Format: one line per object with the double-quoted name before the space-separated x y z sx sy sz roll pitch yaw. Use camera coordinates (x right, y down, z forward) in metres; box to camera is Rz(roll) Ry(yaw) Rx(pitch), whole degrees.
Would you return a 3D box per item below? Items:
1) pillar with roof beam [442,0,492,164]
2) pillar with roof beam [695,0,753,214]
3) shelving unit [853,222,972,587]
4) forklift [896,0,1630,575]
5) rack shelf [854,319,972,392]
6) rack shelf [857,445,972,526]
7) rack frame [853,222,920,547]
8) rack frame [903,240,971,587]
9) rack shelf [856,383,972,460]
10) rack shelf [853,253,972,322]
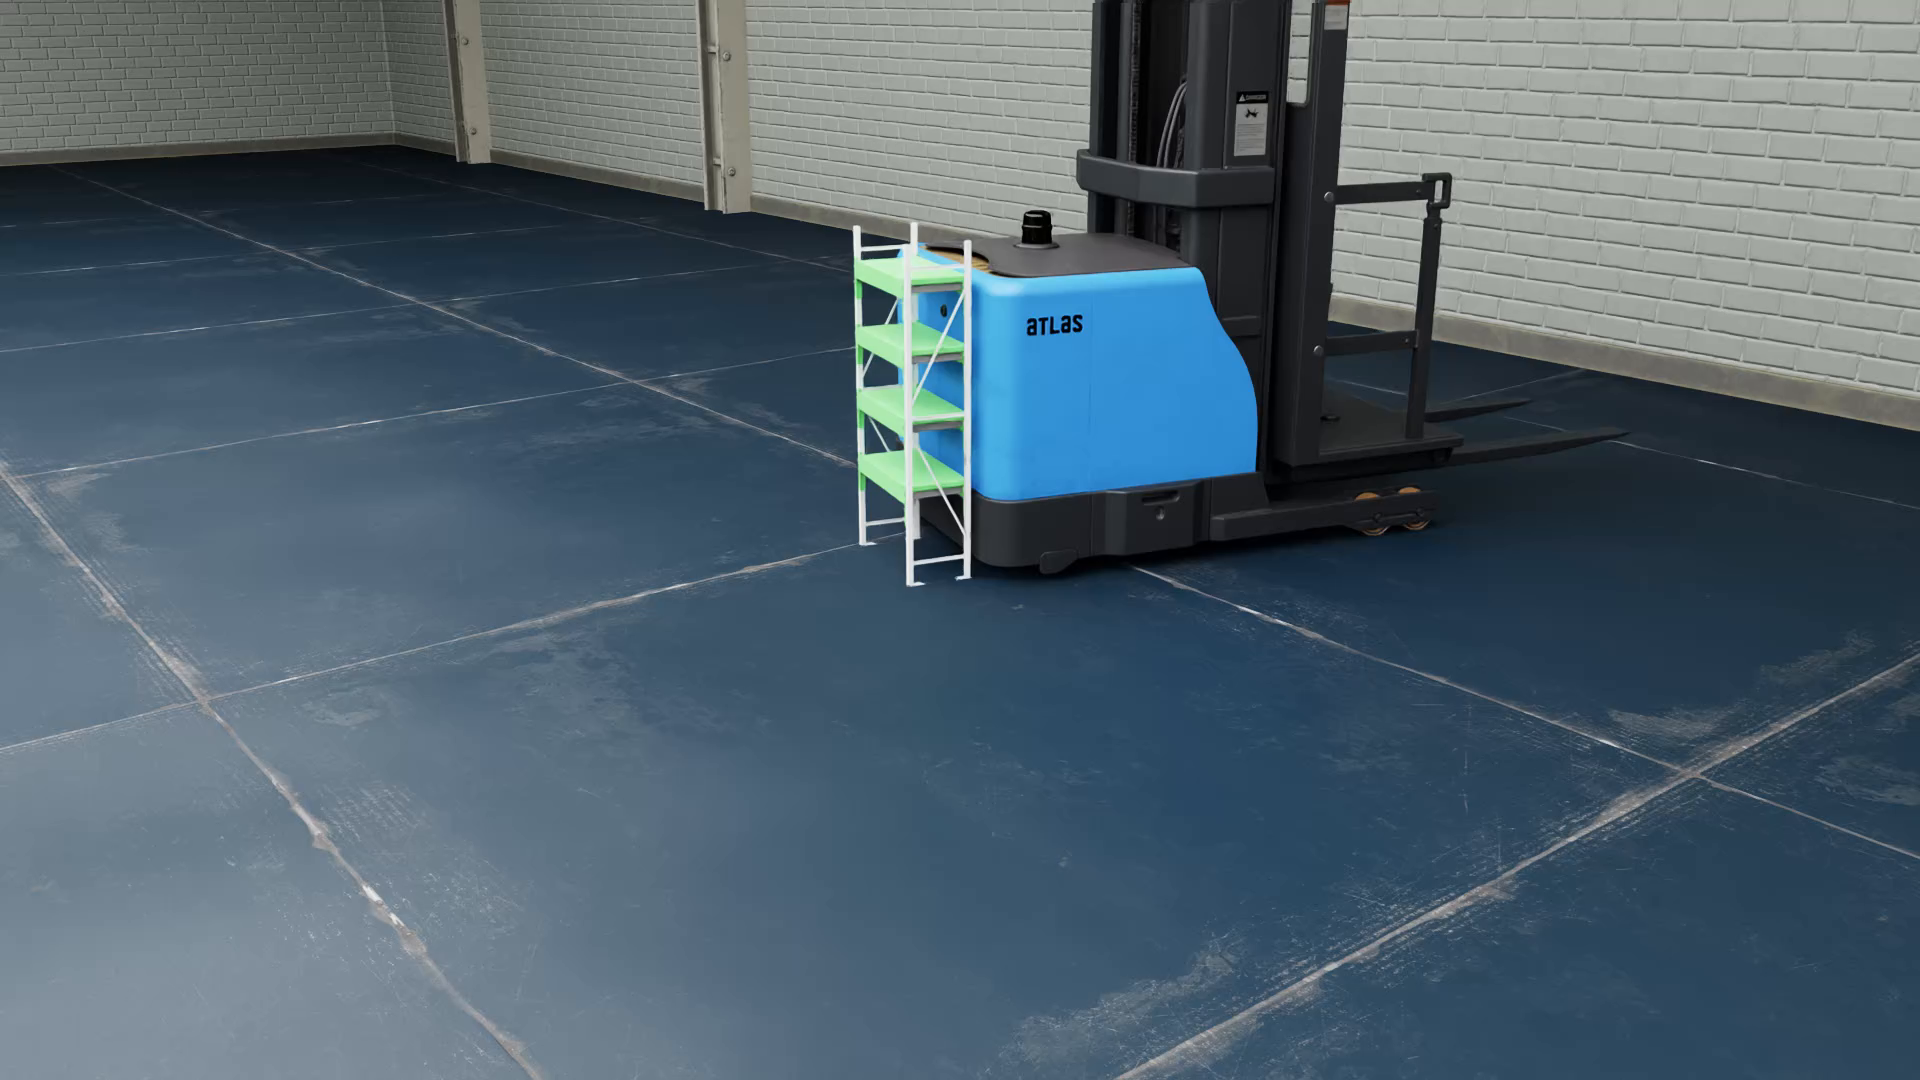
"pillar with roof beam" -9.302 -8.054 16.371 9.100 9.000 0.400 -14 23 -36
"pillar with roof beam" -5.577 -6.576 11.906 9.100 9.000 0.400 -14 23 -36
"shelving unit" -0.171 -0.491 5.937 0.258 1.200 0.503 -8 20 -22
"forklift" 1.311 -1.551 6.382 3.031 2.935 1.130 -7 20 -21
"rack shelf" -0.171 -0.658 5.882 0.258 0.148 0.480 -8 20 -22
"rack shelf" -0.171 -0.203 6.033 0.258 0.148 0.480 -8 20 -22
"rack frame" -0.267 -0.562 6.150 0.240 1.200 0.015 -8 20 -22
"rack frame" -0.075 -0.421 5.724 0.240 1.200 0.015 -8 20 -22
"rack shelf" -0.171 -0.430 5.957 0.258 0.148 0.480 -8 20 -22
"rack shelf" -0.171 -0.886 5.806 0.258 0.148 0.480 -8 20 -22
